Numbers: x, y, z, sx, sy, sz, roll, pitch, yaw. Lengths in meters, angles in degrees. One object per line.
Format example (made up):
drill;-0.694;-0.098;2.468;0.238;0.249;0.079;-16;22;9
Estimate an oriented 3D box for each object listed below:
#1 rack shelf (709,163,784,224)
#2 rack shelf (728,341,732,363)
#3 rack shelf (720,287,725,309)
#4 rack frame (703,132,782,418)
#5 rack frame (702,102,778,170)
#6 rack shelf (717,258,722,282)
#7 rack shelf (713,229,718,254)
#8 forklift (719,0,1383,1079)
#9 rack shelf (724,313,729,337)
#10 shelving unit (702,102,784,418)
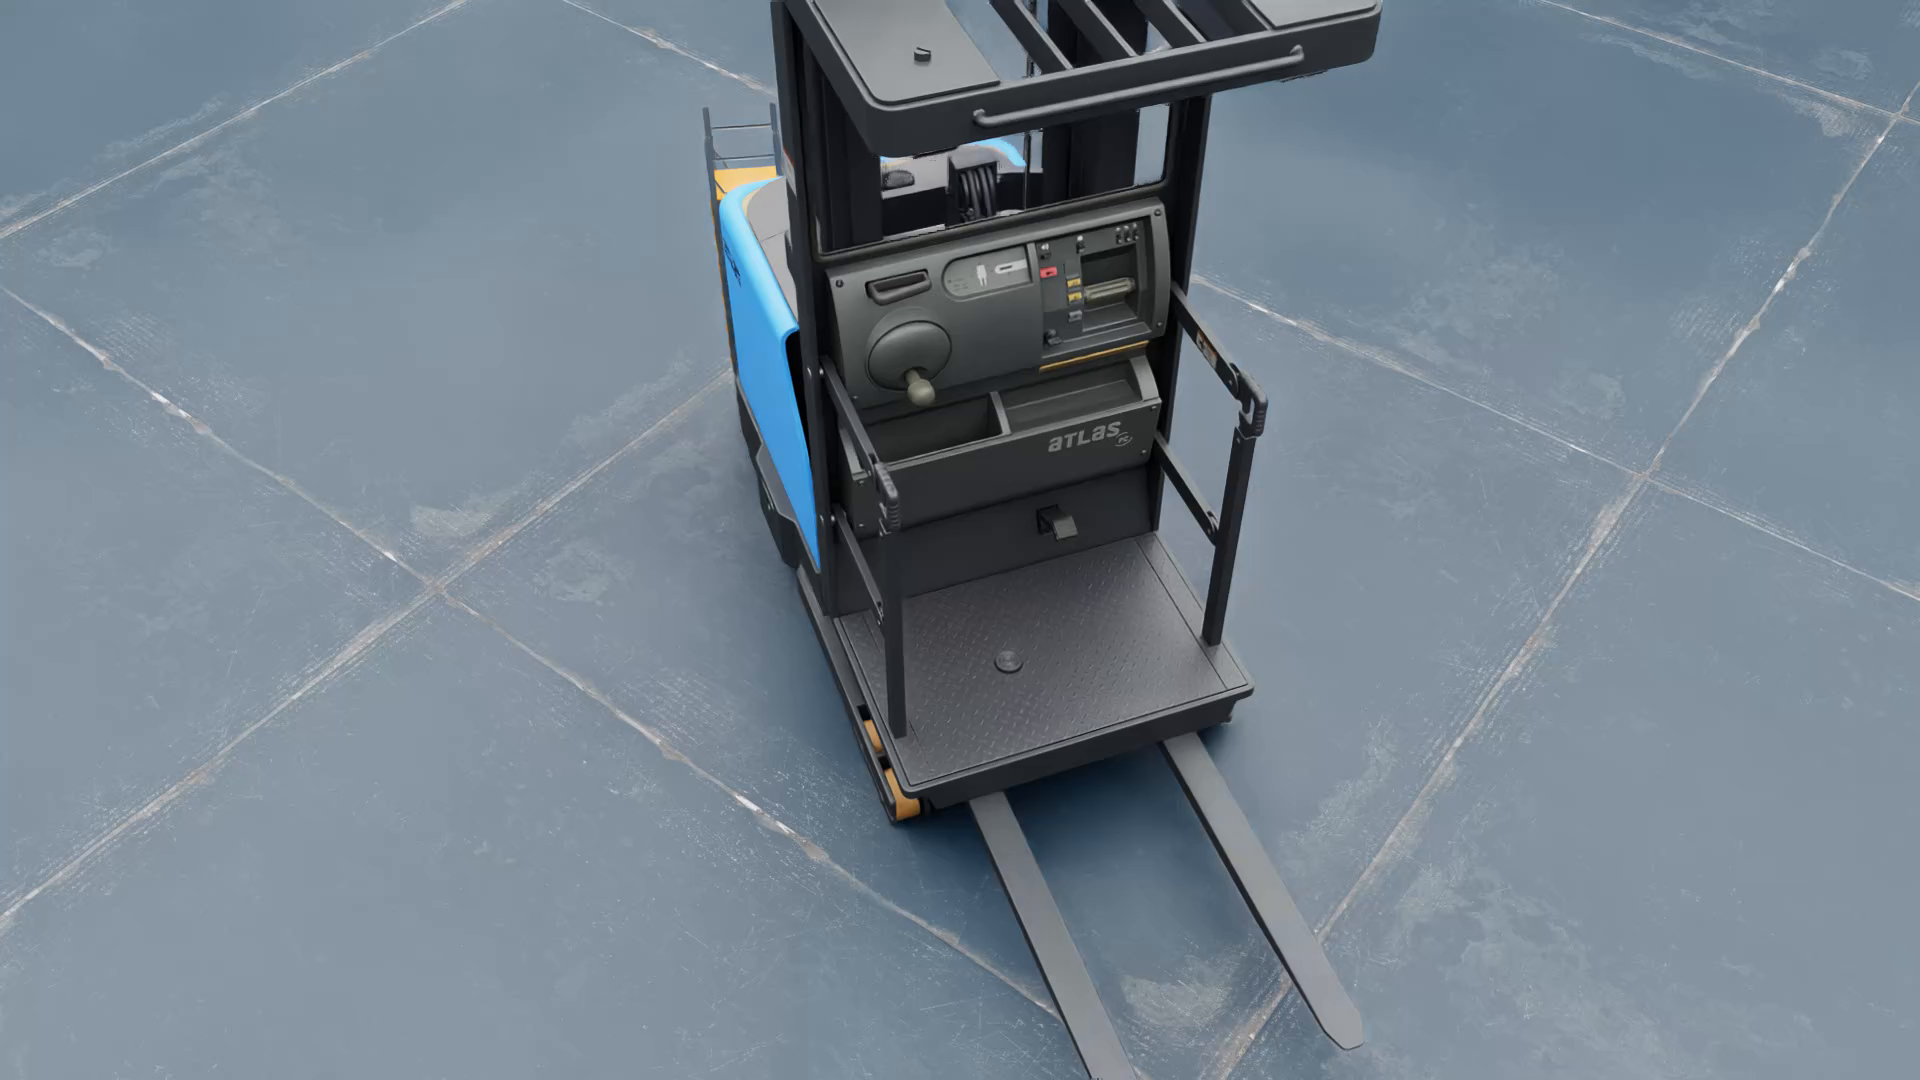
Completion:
rack shelf;-0.714;-1.166;5.597;0.258;0.103;0.180;-5;47;-5
rack shelf;-0.714;-0.751;6.031;0.258;0.103;0.180;-5;47;-5
rack shelf;-0.714;-0.917;5.858;0.258;0.103;0.180;-5;47;-5
rack frame;-0.702;-0.882;5.763;0.240;1.200;0.006;-5;47;-5
rack frame;-0.726;-1.013;5.888;0.240;1.200;0.006;-5;47;-5
rack shelf;-0.714;-1.000;5.771;0.258;0.103;0.180;-5;47;-5
rack shelf;-0.714;-1.083;5.684;0.258;0.103;0.180;-5;47;-5
forklift;0.194;-0.524;4.224;1.130;2.935;3.031;-15;48;-14
rack shelf;-0.714;-0.834;5.944;0.258;0.103;0.180;-5;47;-5
shelving unit;-0.714;-0.948;5.825;0.258;1.200;0.189;-5;47;-5
